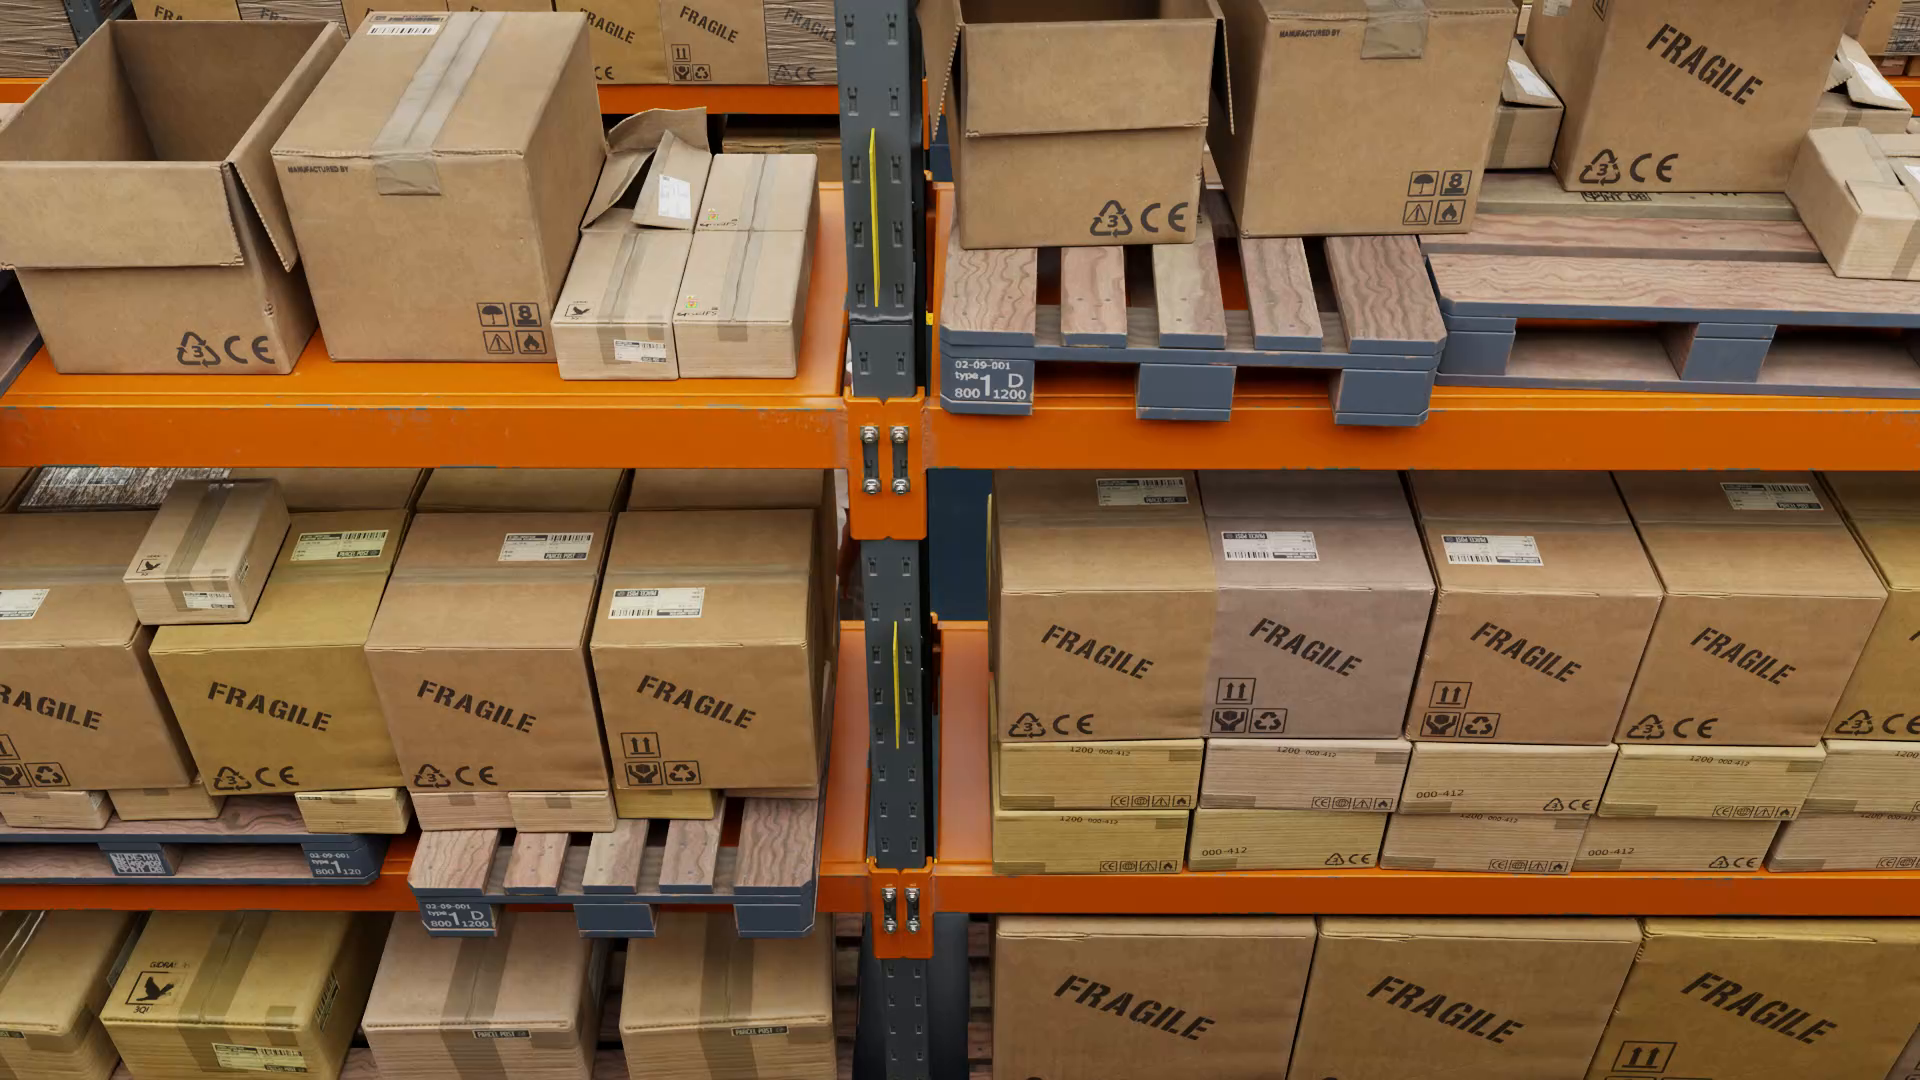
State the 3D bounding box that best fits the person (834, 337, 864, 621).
[{"bbox_3d":[-0.427,-0.068,6.223,0.458,1.761,0.628,-2,39,-2],"label":"person"}]
